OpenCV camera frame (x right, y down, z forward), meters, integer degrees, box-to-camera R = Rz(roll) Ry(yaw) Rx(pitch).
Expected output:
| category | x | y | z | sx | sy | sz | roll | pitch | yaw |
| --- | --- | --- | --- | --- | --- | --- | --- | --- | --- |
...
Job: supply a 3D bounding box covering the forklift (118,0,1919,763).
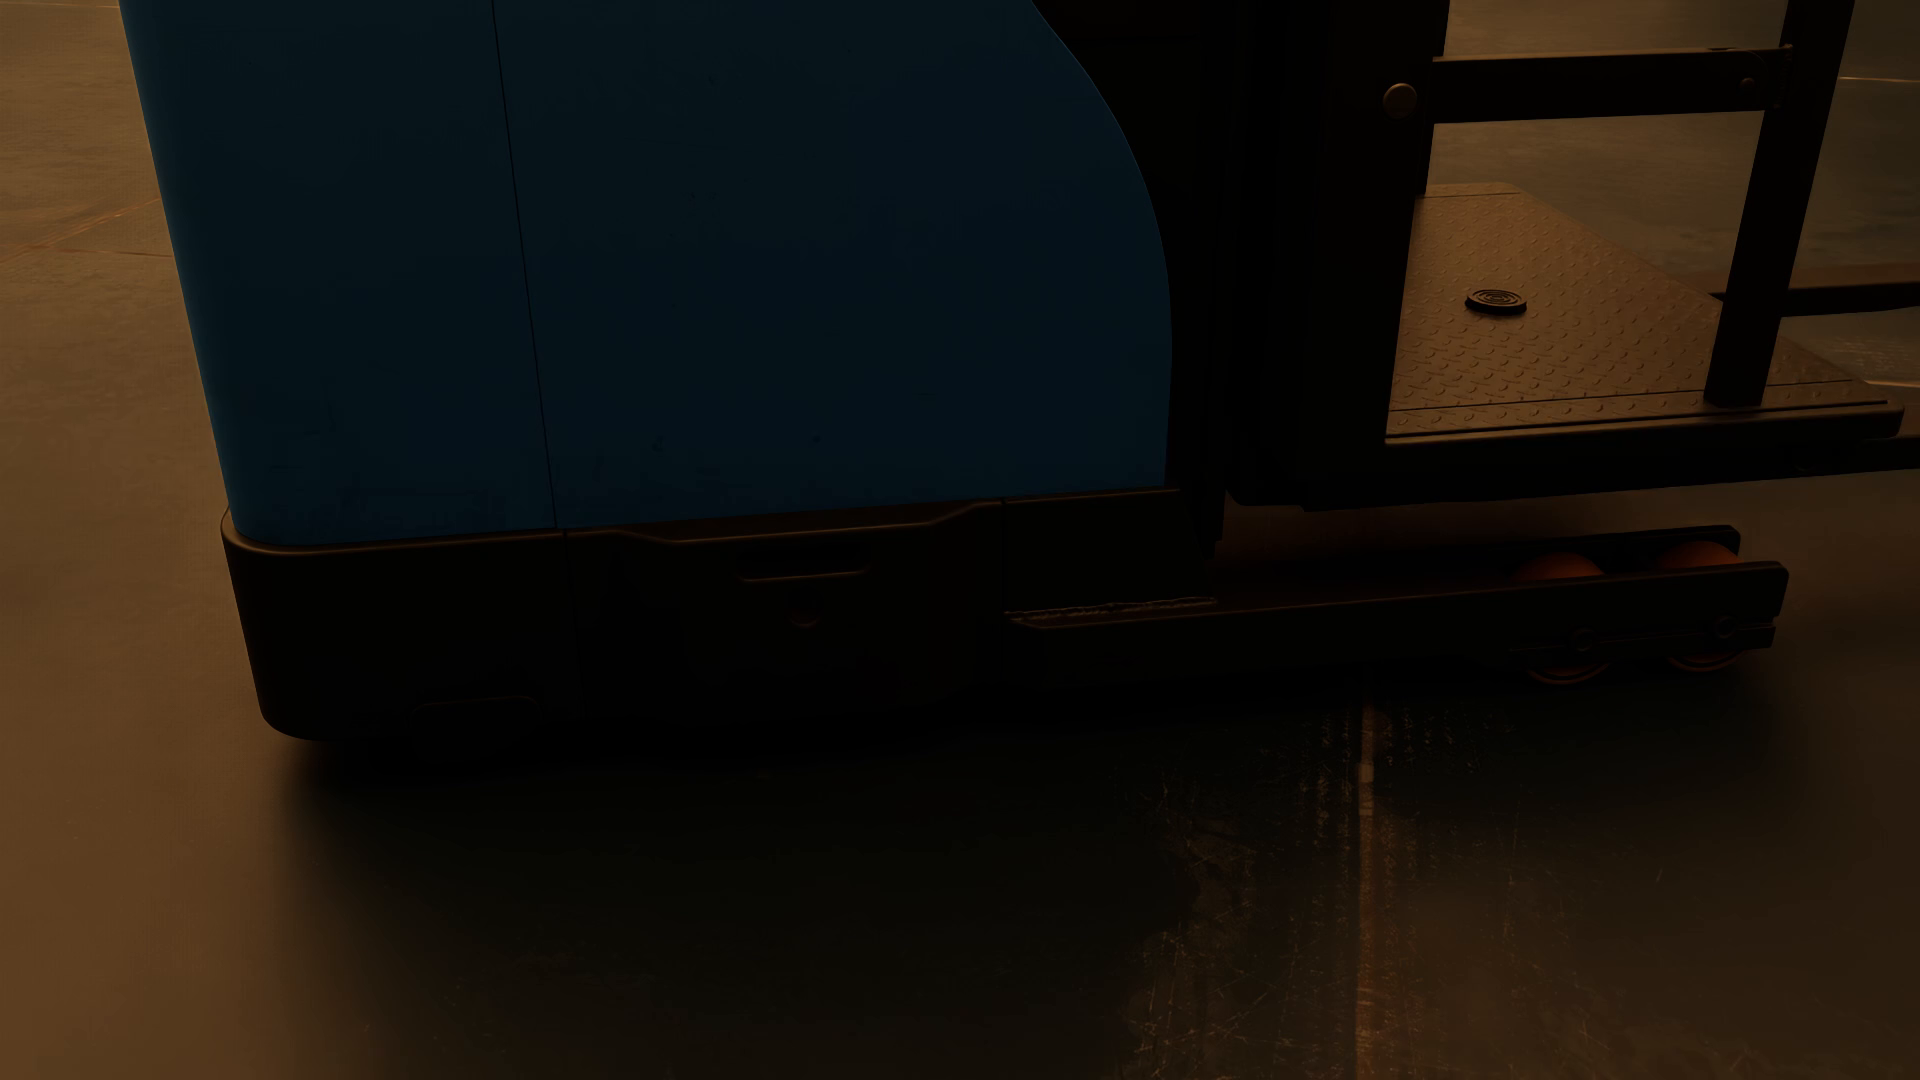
| category | x | y | z | sx | sy | sz | roll | pitch | yaw |
| --- | --- | --- | --- | --- | --- | --- | --- | --- | --- |
| forklift | 0.600 | -1.354 | 1.930 | 3.031 | 2.935 | 1.130 | -4 | 27 | -9 |
